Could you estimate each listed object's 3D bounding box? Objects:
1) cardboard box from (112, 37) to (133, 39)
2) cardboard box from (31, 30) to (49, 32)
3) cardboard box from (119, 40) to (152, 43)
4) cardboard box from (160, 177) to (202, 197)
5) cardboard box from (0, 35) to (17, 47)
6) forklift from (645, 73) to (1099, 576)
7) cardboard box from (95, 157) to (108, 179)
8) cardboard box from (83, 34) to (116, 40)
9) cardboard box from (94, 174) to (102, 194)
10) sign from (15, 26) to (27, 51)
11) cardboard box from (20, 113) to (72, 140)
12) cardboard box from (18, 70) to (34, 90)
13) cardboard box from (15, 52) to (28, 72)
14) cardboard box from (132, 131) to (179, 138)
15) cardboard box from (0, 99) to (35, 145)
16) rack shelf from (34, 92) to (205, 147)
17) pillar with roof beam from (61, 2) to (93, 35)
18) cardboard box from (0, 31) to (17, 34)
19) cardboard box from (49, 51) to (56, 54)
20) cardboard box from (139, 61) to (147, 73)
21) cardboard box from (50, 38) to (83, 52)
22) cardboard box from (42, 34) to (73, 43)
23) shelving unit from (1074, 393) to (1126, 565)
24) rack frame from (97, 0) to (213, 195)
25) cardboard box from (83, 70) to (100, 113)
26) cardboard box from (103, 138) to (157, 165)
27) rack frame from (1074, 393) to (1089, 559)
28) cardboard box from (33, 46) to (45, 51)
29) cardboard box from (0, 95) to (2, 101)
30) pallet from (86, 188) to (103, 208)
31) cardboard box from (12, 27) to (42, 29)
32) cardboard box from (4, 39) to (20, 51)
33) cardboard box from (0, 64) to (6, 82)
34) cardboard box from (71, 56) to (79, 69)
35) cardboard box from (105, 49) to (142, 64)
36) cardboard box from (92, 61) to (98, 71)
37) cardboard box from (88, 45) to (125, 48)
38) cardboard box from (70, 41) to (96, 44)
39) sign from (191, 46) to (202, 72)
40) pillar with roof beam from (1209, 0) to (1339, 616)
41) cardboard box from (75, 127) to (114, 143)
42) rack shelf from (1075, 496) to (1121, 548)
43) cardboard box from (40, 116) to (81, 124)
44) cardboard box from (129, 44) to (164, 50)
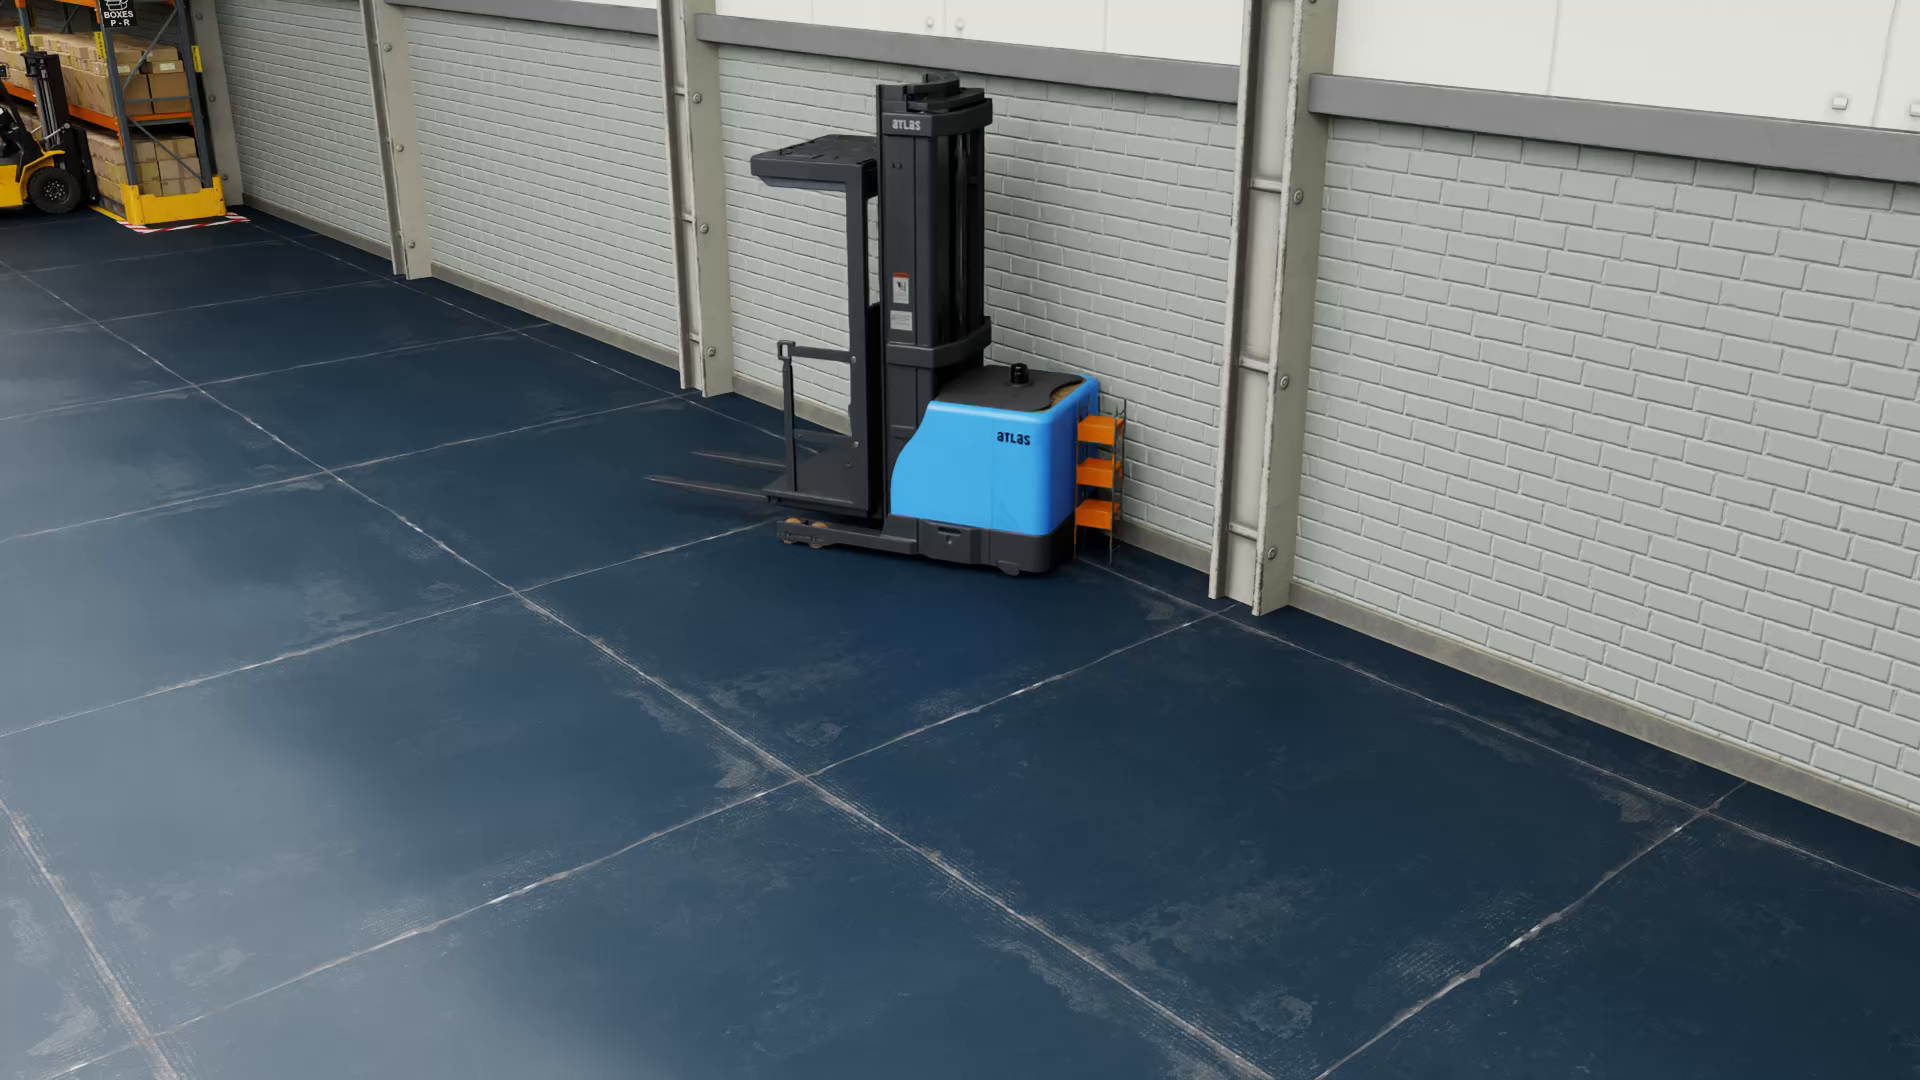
[{"bbox_3d":[-11.588,-6.817,22.841,0.380,0.149,0.250,-18,28,-38],"label":"cardboard box"},{"bbox_3d":[-14.379,-7.846,25.876,0.380,0.149,0.250,-18,27,-38],"label":"cardboard box"},{"bbox_3d":[-11.049,-6.618,22.333,0.380,0.149,0.250,-18,28,-39],"label":"cardboard box"},{"bbox_3d":[-10.398,-4.700,22.065,0.500,0.250,0.500,-17,27,-37],"label":"cardboard box"},{"bbox_3d":[-14.316,-7.498,24.989,0.380,0.149,0.250,-18,28,-39],"label":"cardboard box"},{"bbox_3d":[-0.652,-1.477,10.736,3.031,2.935,1.130,9,23,22],"label":"forklift"},{"bbox_3d":[-11.099,-4.952,22.022,0.500,0.250,0.500,-18,28,-38],"label":"cardboard box"},{"bbox_3d":[-12.084,-7.029,23.383,0.380,0.149,0.250,-18,28,-38],"label":"cardboard box"},{"bbox_3d":[-11.409,-4.852,22.454,0.500,0.250,0.500,-17,27,-37],"label":"cardboard box"},{"bbox_3d":[-13.241,-7.078,23.463,0.100,0.325,0.005,-17,27,-37],"label":"sign"},{"bbox_3d":[-13.686,-6.155,25.266,0.875,0.625,0.625,-18,28,-38],"label":"cardboard box"},{"bbox_3d":[-13.364,-6.715,24.220,0.500,0.250,0.500,-17,27,-36],"label":"cardboard box"},{"bbox_3d":[-13.351,-6.945,24.123,0.500,0.250,0.500,-18,28,-39],"label":"cardboard box"},{"bbox_3d":[-10.725,-5.298,22.221,0.500,0.250,0.500,-17,27,-37],"label":"cardboard box"},{"bbox_3d":[-15.051,-6.727,26.726,0.875,0.625,0.625,-16,27,-36],"label":"cardboard box"},{"bbox_3d":[-11.531,-5.820,22.717,1.077,0.370,4.000,-17,27,-37],"label":"rack shelf"},{"bbox_3d":[-17.175,-9.435,22.735,9.100,9.000,0.400,-17,27,-37],"label":"pillar with roof beam"},{"bbox_3d":[-14.733,-7.733,25.588,0.380,0.149,0.250,-17,27,-37],"label":"cardboard box"},{"bbox_3d":[-12.191,-6.610,22.721,0.380,0.149,0.250,-18,28,-38],"label":"cardboard box"},{"bbox_3d":[-10.460,-6.159,21.570,0.380,0.149,0.250,-17,27,-37],"label":"cardboard box"},{"bbox_3d":[-12.161,-6.756,22.685,0.380,0.149,0.250,-18,28,-38],"label":"cardboard box"},{"bbox_3d":[-12.601,-6.989,23.281,0.380,0.149,0.250,-17,27,-37],"label":"cardboard box"},{"bbox_3d":[0.884,-0.383,10.521,0.252,1.050,0.215,9,23,22],"label":"shelving unit"},{"bbox_3d":[-10.226,-5.602,21.175,1.000,3.000,0.127,-17,27,-37],"label":"rack frame"},{"bbox_3d":[-11.077,-5.868,21.716,0.500,0.500,0.500,-16,27,-36],"label":"cardboard box"},{"bbox_3d":[-10.762,-5.036,21.552,0.500,0.250,0.500,-16,27,-36],"label":"cardboard box"},{"bbox_3d":[0.772,-0.400,10.566,0.008,1.050,0.200,9,23,22],"label":"rack frame"},{"bbox_3d":[-12.828,-6.905,23.475,0.380,0.149,0.250,-18,28,-38],"label":"cardboard box"},{"bbox_3d":[-15.962,-7.222,27.273,0.380,0.149,0.250,-19,28,-40],"label":"cardboard box"},{"bbox_3d":[-11.549,-4.842,23.057,1.003,0.211,1.213,-17,27,-37],"label":"pallet"},{"bbox_3d":[-14.826,-8.074,26.458,0.380,0.149,0.250,-17,27,-36],"label":"cardboard box"},{"bbox_3d":[-13.802,-7.286,24.446,0.380,0.149,0.250,-19,28,-39],"label":"cardboard box"},{"bbox_3d":[-14.340,-7.137,25.300,0.500,0.250,0.500,-16,27,-36],"label":"cardboard box"},{"bbox_3d":[-11.520,-6.329,22.002,0.380,0.149,0.250,-17,27,-37],"label":"cardboard box"},{"bbox_3d":[-10.619,-6.138,21.108,0.380,0.149,0.250,-17,27,-37],"label":"cardboard box"},{"bbox_3d":[-10.976,-6.130,21.495,0.380,0.149,0.250,-17,27,-36],"label":"cardboard box"},{"bbox_3d":[-11.101,-6.351,21.652,0.380,0.149,0.250,-17,27,-37],"label":"cardboard box"},{"bbox_3d":[-11.625,-6.561,22.187,0.380,0.149,0.250,-17,27,-37],"label":"cardboard box"},{"bbox_3d":[-9.801,-6.173,21.335,0.100,0.325,0.005,-17,27,-37],"label":"sign"},{"bbox_3d":[-1.509,-2.805,5.806,9.100,9.000,0.400,-17,27,-37],"label":"pillar with roof beam"},{"bbox_3d":[-11.762,-5.455,22.621,0.500,0.250,0.500,-18,28,-38],"label":"cardboard box"},{"bbox_3d":[0.884,-0.114,10.626,0.240,0.259,0.215,9,23,22],"label":"rack shelf"},{"bbox_3d":[-12.759,-5.880,23.707,0.500,0.250,0.500,-18,28,-38],"label":"cardboard box"},{"bbox_3d":[-10.611,-6.383,21.733,0.380,0.149,0.250,-17,27,-36],"label":"cardboard box"}]
